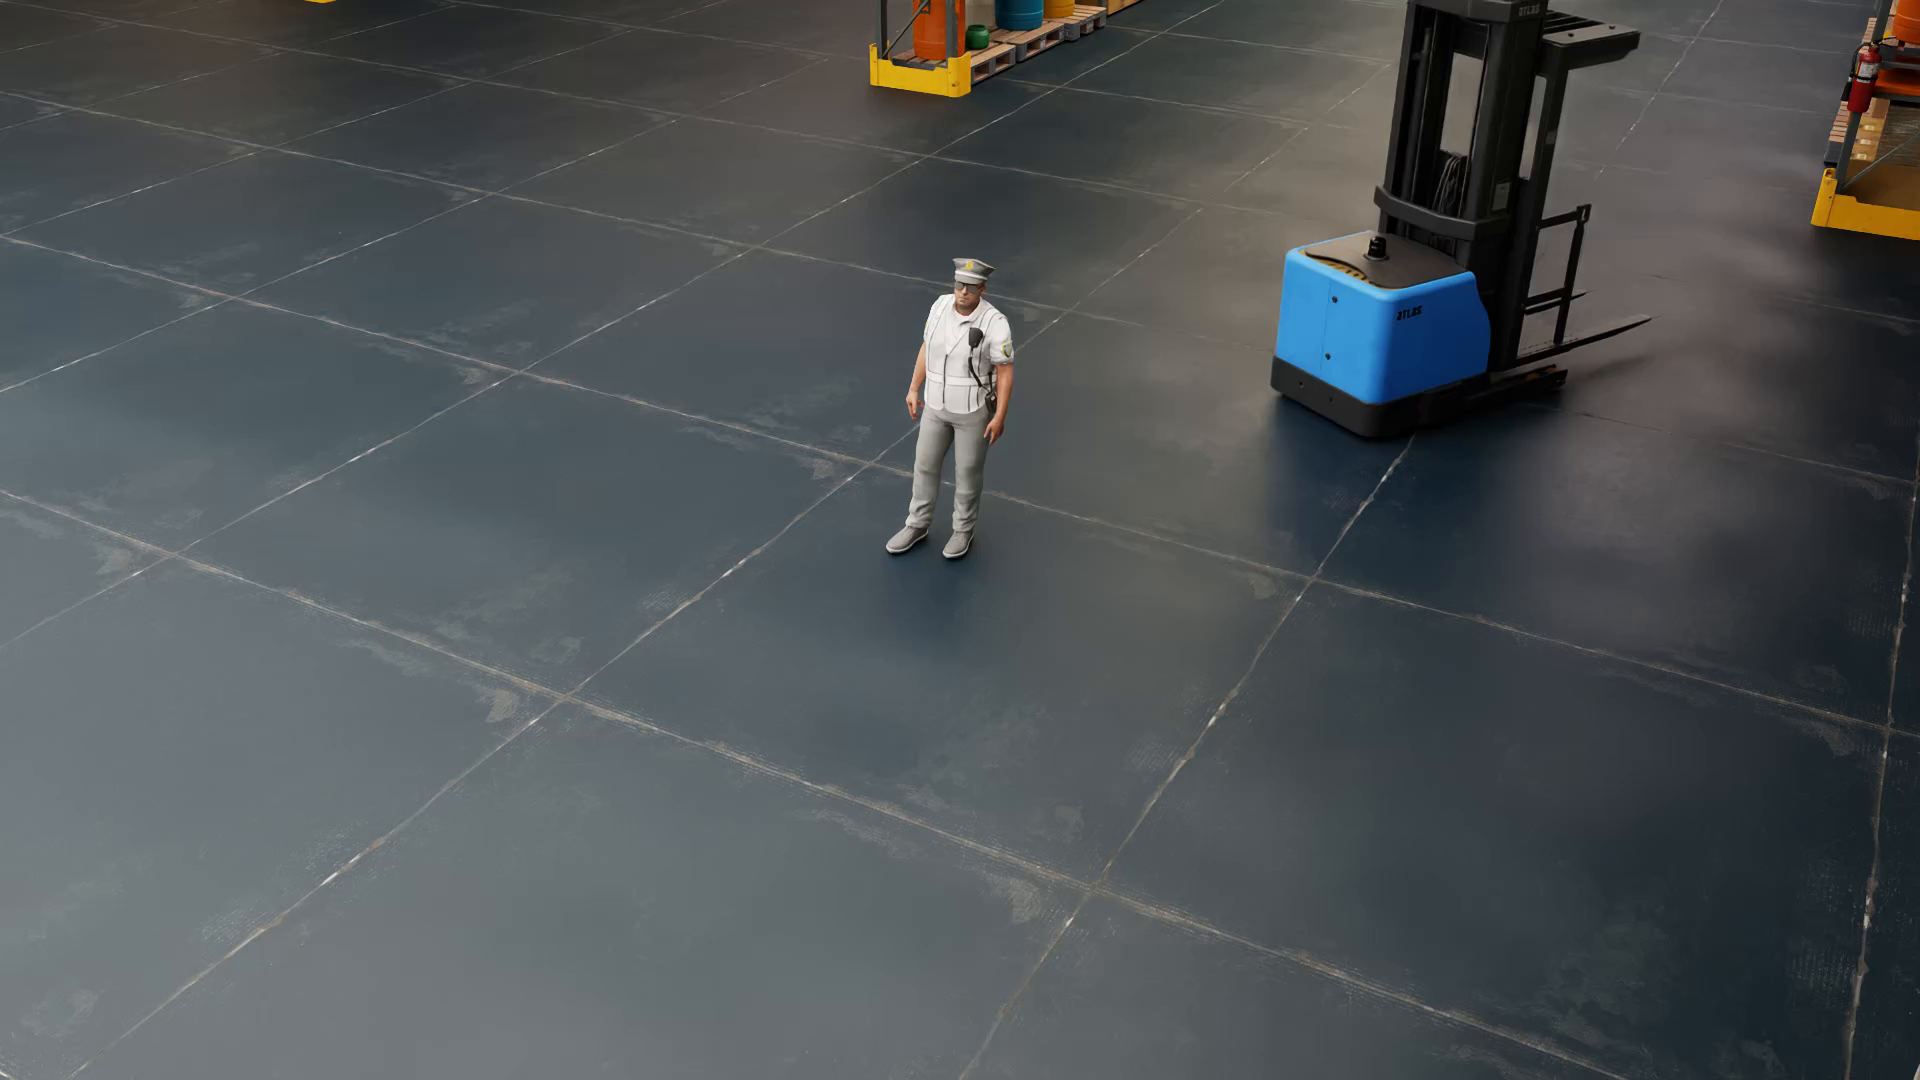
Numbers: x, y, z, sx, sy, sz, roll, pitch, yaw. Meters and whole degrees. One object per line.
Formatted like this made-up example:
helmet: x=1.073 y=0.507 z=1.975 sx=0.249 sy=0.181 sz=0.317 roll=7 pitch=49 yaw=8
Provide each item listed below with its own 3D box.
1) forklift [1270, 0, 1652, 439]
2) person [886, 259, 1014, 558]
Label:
forklift: x=3.718 y=-2.488 z=11.381 sx=3.031 sy=2.935 sz=1.130 roll=-17 pitch=34 yaw=-27
person: x=-0.048 y=-0.747 z=9.499 sx=0.641 sy=1.781 sz=0.574 roll=15 pitch=33 yaw=25
